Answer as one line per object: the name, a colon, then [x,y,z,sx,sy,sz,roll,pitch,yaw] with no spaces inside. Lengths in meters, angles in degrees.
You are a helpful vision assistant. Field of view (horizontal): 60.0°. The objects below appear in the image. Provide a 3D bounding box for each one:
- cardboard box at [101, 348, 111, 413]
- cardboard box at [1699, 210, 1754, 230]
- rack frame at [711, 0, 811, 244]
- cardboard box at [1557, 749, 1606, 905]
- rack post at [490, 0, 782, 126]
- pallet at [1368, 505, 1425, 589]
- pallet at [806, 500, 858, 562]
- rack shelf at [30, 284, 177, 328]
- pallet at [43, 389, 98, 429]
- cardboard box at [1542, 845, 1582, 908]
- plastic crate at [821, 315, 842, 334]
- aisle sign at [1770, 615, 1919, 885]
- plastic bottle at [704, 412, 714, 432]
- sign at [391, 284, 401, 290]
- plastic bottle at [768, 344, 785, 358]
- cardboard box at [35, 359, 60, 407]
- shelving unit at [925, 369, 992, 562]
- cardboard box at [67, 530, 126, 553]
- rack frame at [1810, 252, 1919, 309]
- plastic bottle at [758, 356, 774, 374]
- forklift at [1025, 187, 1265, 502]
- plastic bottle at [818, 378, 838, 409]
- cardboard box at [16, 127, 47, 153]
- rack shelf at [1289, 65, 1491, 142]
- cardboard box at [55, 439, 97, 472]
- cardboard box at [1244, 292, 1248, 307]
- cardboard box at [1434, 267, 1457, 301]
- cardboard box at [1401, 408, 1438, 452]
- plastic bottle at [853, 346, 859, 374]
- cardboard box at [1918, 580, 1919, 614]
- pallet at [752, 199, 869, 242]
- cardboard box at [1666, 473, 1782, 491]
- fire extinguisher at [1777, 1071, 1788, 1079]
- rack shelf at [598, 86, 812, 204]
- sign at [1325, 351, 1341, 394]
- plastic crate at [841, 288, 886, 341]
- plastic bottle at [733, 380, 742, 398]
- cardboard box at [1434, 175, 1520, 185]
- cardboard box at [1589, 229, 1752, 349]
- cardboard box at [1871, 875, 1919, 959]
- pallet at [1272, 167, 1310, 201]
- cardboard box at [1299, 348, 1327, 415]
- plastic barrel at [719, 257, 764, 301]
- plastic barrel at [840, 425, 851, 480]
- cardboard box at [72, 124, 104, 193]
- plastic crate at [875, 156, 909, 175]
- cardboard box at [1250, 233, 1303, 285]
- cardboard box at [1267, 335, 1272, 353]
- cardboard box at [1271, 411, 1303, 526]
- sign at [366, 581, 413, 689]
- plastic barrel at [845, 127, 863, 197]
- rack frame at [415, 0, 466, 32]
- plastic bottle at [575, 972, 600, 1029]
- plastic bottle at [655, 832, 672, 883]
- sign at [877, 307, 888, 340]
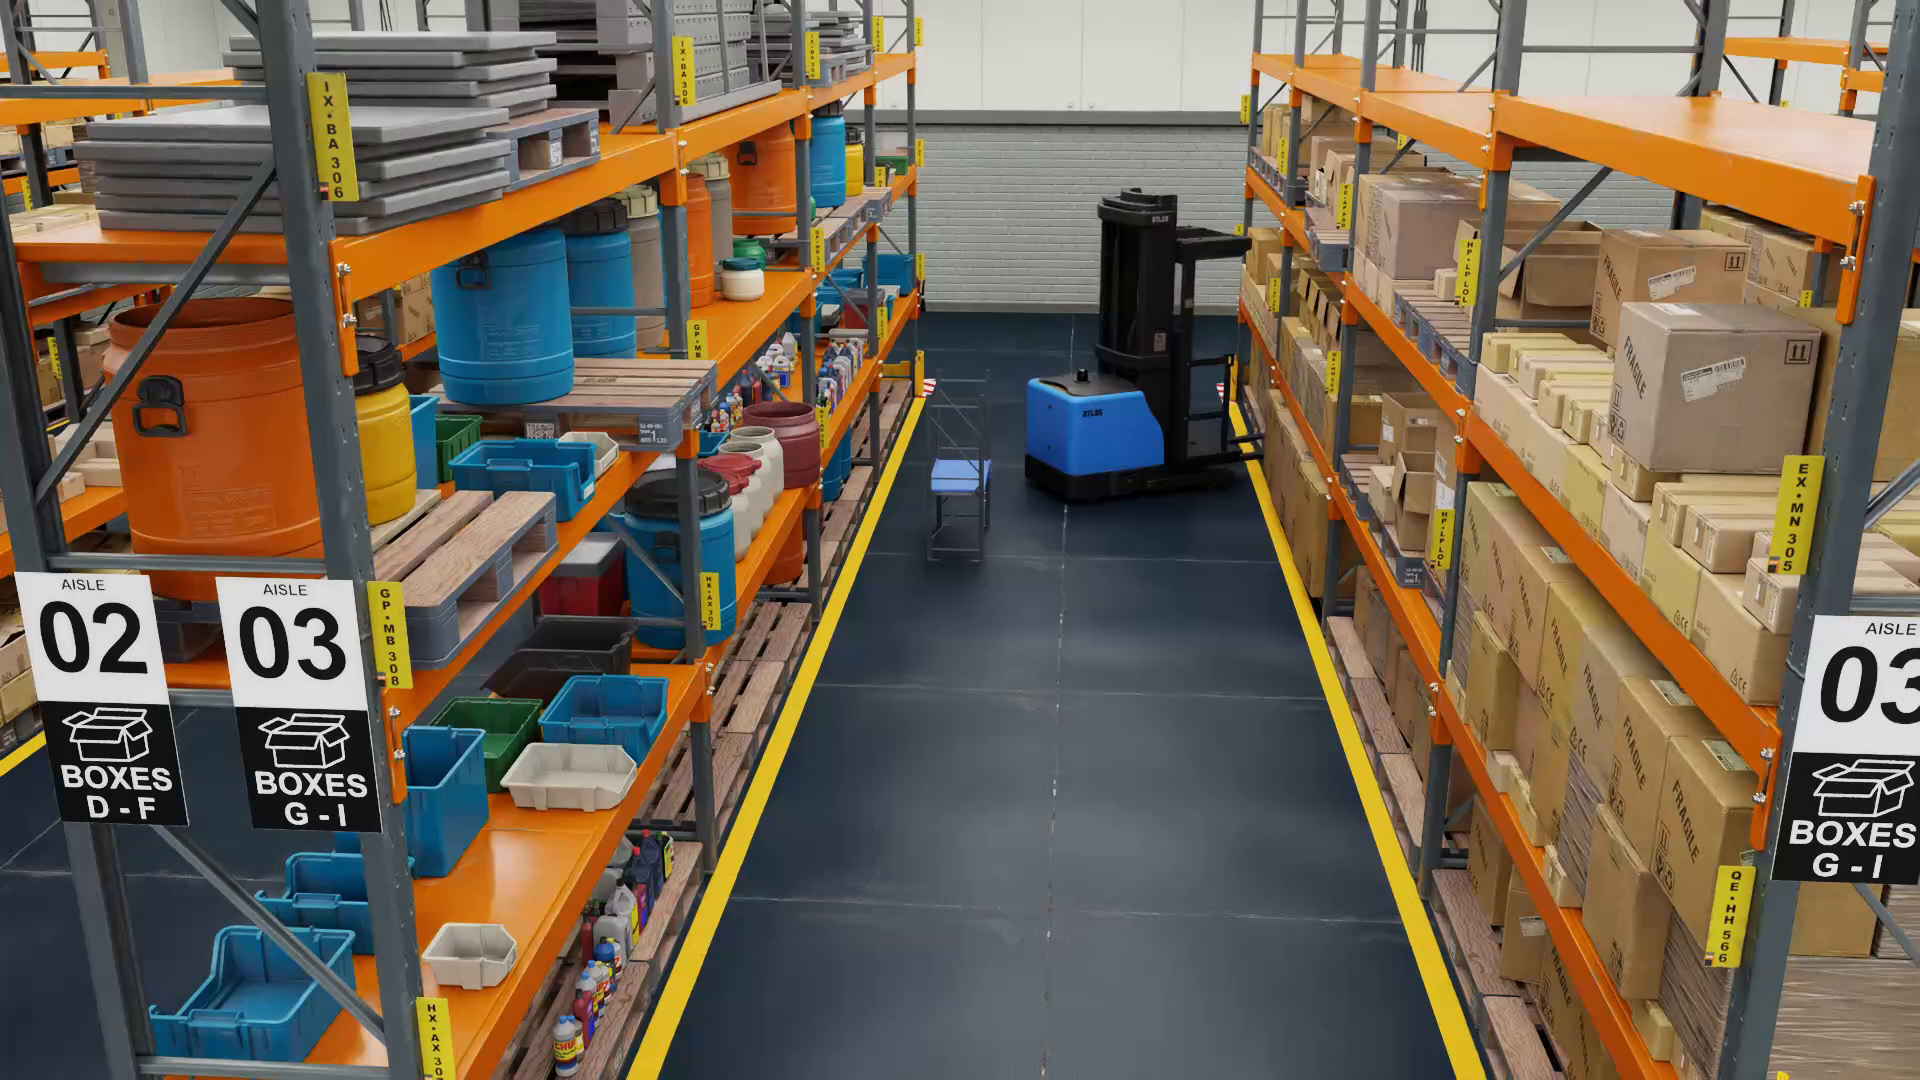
cardboard box: [-6.617,-1.352,13.724,0.700,0.500,0.500,-5,19,-15]
cardboard box: [8.518,-3.401,18.567,0.500,0.500,0.500,2,18,6]
rack frame: [-1.609,-3.646,11.925,1.000,3.000,0.127,1,18,4]
cardboard box: [2.820,1.129,6.350,0.875,0.500,0.500,1,18,4]
rack post: [-1.840,-3.112,9.975,1.013,1.000,3.121,1,18,4]
pallet: [3.230,0.022,10.672,1.003,0.211,1.213,1,18,4]
pallet: [-1.504,-0.094,15.197,1.003,0.211,1.213,1,18,4]
rack shelf: [-6.693,-1.369,10.949,1.077,0.370,4.000,1,18,4]
pallet: [-10.986,-1.548,19.634,1.003,0.211,1.213,1,18,4]
cardboard box: [2.575,1.358,6.691,0.380,0.149,0.250,1,18,4]
plastic crate: [-1.510,-2.289,17.763,0.437,0.125,0.590,1,18,4]
aisle sign: [2.454,0.577,4.496,0.394,0.787,0.004,1,18,4]
plastic bottle: [-2.006,-0.875,13.290,0.061,0.283,0.133,1,18,4]
sign: [-5.709,-2.688,16.777,0.100,0.325,0.005,1,18,4]
plastic bottle: [-1.762,-1.730,15.910,0.152,0.276,0.135,1,18,4]
cardboard box: [-10.970,-1.815,19.313,0.700,0.500,0.500,2,18,5]
shelving unit: [-0.006,-0.686,14.936,0.538,1.500,1.048,1,18,4]
cardboard box: [-6.880,0.090,12.999,0.500,0.311,0.500,2,18,6]
rack frame: [8.558,-1.785,15.879,1.000,3.000,0.127,1,18,4]
plastic bottle: [-1.802,-1.556,15.379,0.152,0.276,0.135,1,18,4]
forklift: [2.220,-2.056,16.818,3.031,2.935,1.130,-8,20,-24]
plastic bottle: [-1.156,-1.294,14.581,0.152,0.276,0.135,1,18,4]
cardboard box: [-10.773,-4.545,18.893,0.500,0.250,0.500,1,18,2]
rack shelf: [3.475,-3.625,13.657,1.077,0.370,4.000,1,18,4]
cardboard box: [-6.807,-0.591,12.379,0.500,0.311,0.500,1,18,3]
cardboard box: [3.515,-2.788,19.344,0.380,0.149,0.250,1,18,3]
cardboard box: [3.079,-1.541,10.018,0.380,0.166,0.250,1,18,2]
cardboard box: [3.392,-0.587,11.390,0.700,0.500,0.500,4,19,12]
plastic bottle: [-1.054,-1.735,15.928,0.152,0.276,0.135,1,18,4]
cardboard box: [3.050,0.302,4.934,0.500,0.250,0.500,2,18,6]
pallet: [-1.359,-2.775,14.388,1.003,0.211,1.213,1,18,4]
cardboard box: [2.649,-0.155,5.689,0.380,0.149,0.250,2,18,5]
fire extinguisher: [2.290,1.862,4.874,0.296,0.674,0.183,1,18,4]
rack shelf: [-1.752,-2.493,10.204,1.077,0.370,4.000,1,18,4]
sign: [2.777,-1.246,12.376,0.100,0.325,0.005,1,18,4]
plastic crate: [-1.008,-2.368,17.460,0.402,0.464,0.583,1,18,4]
plastic bottle: [-1.924,-1.230,14.373,0.061,0.283,0.133,1,18,4]
cardboard box: [3.546,-2.241,11.492,0.500,0.500,0.500,2,18,5]
cardboard box: [3.267,-1.149,7.680,0.500,0.500,0.500,1,18,2]
cardboard box: [3.069,0.971,5.224,0.500,0.500,0.500,1,18,4]
pallet: [3.687,-3.564,16.635,1.003,0.211,1.213,1,18,4]
cardboard box: [3.232,-1.365,14.437,0.500,0.500,0.500,2,18,5]
plastic barrel: [-1.467,-1.755,11.192,0.301,0.262,0.301,0,18,0]
plastic barrel: [-1.378,-1.071,16.397,0.600,0.901,0.708,1,18,4]
cardboard box: [-6.512,-2.990,12.975,0.500,0.500,0.500,1,18,4]
plastic crate: [-0.821,-4.292,19.053,0.450,0.188,0.336,1,18,4]
cardboard box: [3.534,-3.136,18.563,0.500,0.500,0.500,1,18,2]
cardboard box: [3.331,-1.990,16.908,0.380,0.149,0.250,2,18,5]
cardboard box: [3.529,-0.640,15.123,1.225,0.875,0.875,1,18,2]
sign: [-1.634,0.274,4.766,0.100,0.325,0.005,1,18,4]
plastic barrel: [-1.185,-3.464,15.210,0.600,0.588,0.600,0,18,0]
rack frame: [-5.976,-6.242,19.849,1.000,3.000,0.127,1,18,4]
plastic bottle: [-1.717,2.114,7.655,0.097,0.271,0.097,0,18,0]
plastic bottle: [-1.601,1.686,8.944,0.061,0.283,0.133,2,18,7]
sign: [-0.774,-2.156,16.568,0.100,0.325,0.005,1,18,4]
